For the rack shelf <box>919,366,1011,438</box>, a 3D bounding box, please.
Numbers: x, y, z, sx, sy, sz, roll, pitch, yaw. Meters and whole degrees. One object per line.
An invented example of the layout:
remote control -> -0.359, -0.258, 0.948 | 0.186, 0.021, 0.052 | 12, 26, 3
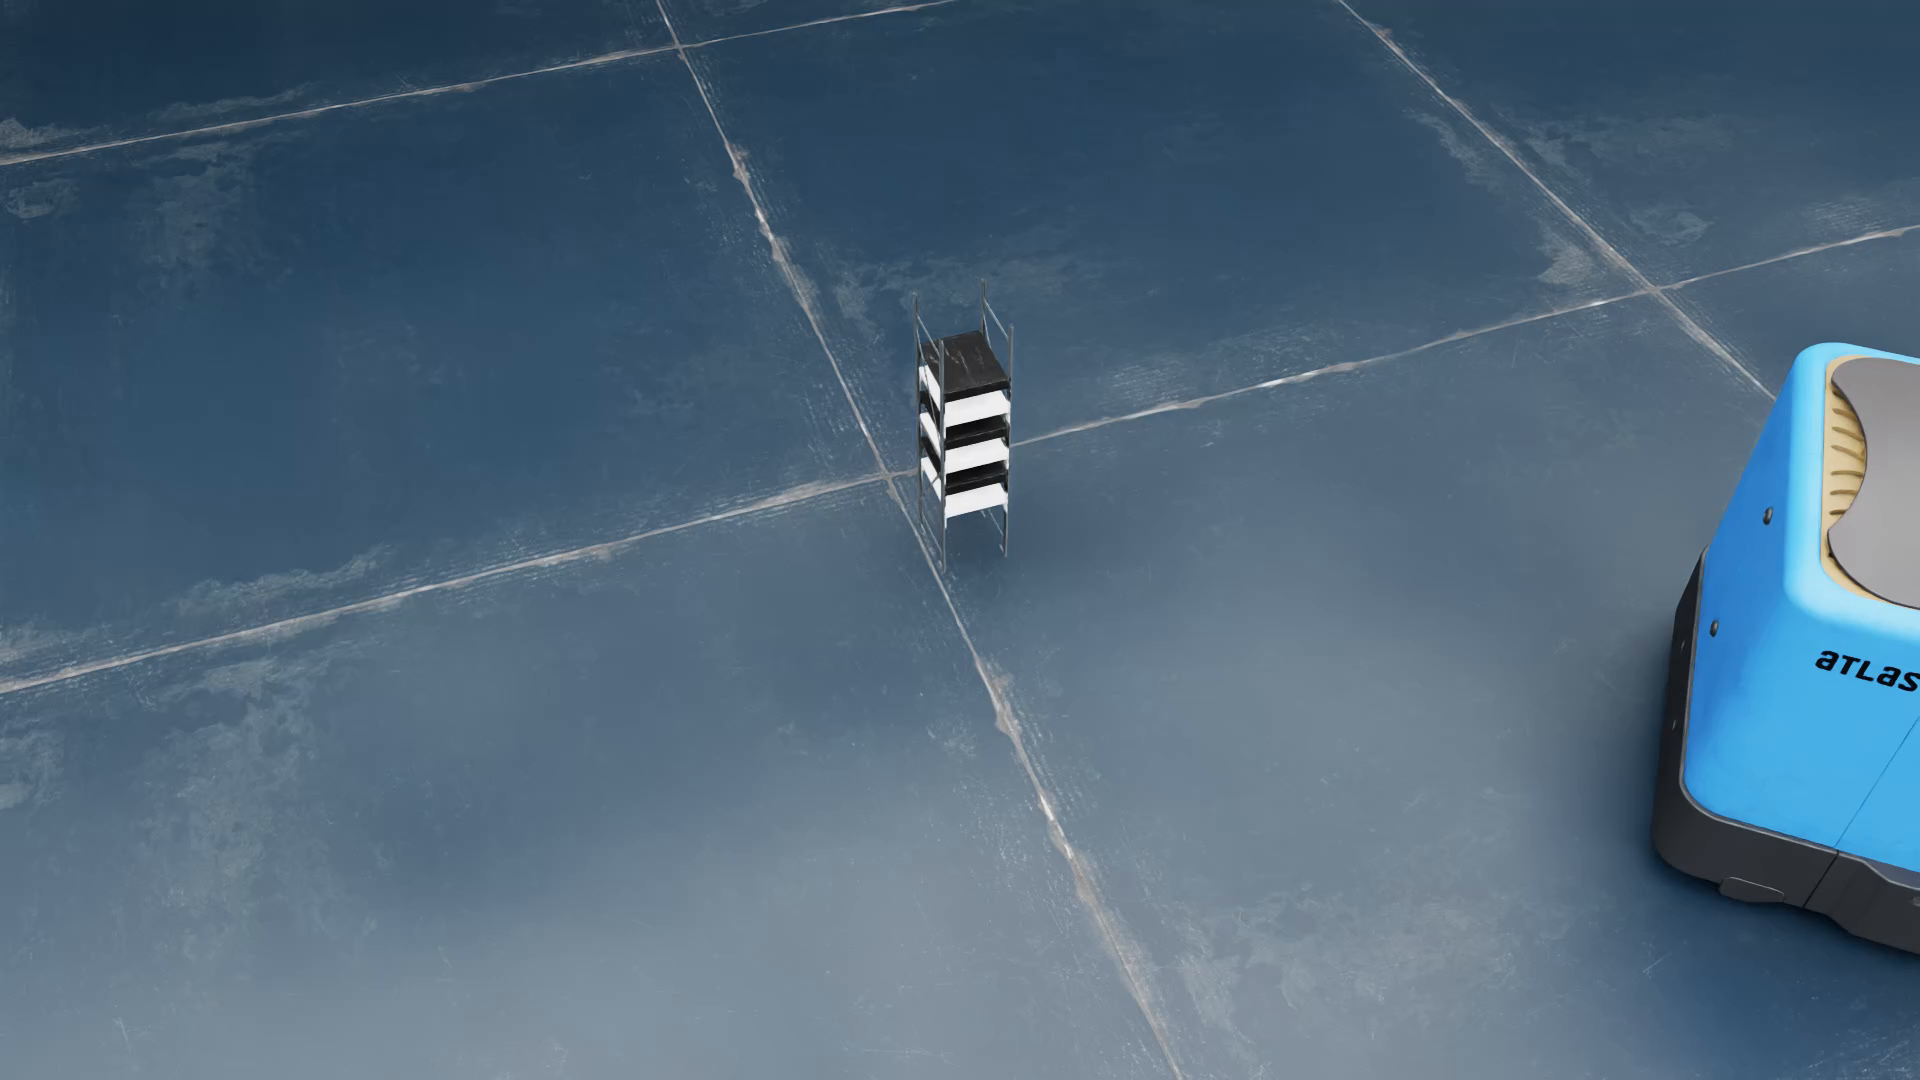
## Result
rack shelf -> 0.008, -0.423, 4.829 | 0.200, 0.077, 0.258 | -14, 47, -14

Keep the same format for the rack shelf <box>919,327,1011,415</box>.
rack shelf -> 0.008, -0.487, 4.766 | 0.200, 0.077, 0.258 | -14, 47, -14

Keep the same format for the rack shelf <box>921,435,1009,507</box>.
rack shelf -> 0.008, -0.233, 5.021 | 0.200, 0.077, 0.258 | -14, 47, -14

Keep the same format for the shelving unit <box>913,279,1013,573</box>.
shelving unit -> 0.008, -0.320, 4.933 | 0.210, 0.900, 0.258 | -14, 47, -14

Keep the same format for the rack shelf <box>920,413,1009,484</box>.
rack shelf -> 0.008, -0.296, 4.957 | 0.200, 0.077, 0.258 | -14, 47, -14

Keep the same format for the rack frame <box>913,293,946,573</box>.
rack frame -> -0.088, -0.295, 4.909 | 0.006, 0.900, 0.240 | -14, 47, -14

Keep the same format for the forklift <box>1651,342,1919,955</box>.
forklift -> 3.386, -0.106, 3.286 | 3.031, 2.935, 1.130 | 15, 47, 15

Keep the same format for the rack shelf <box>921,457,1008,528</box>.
rack shelf -> 0.008, -0.169, 5.084 | 0.200, 0.077, 0.258 | -14, 47, -14

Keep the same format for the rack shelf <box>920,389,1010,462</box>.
rack shelf -> 0.008, -0.360, 4.893 | 0.200, 0.077, 0.258 | -14, 47, -14

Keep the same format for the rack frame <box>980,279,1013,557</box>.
rack frame -> 0.103, -0.344, 4.958 | 0.006, 0.900, 0.240 | -14, 47, -14
